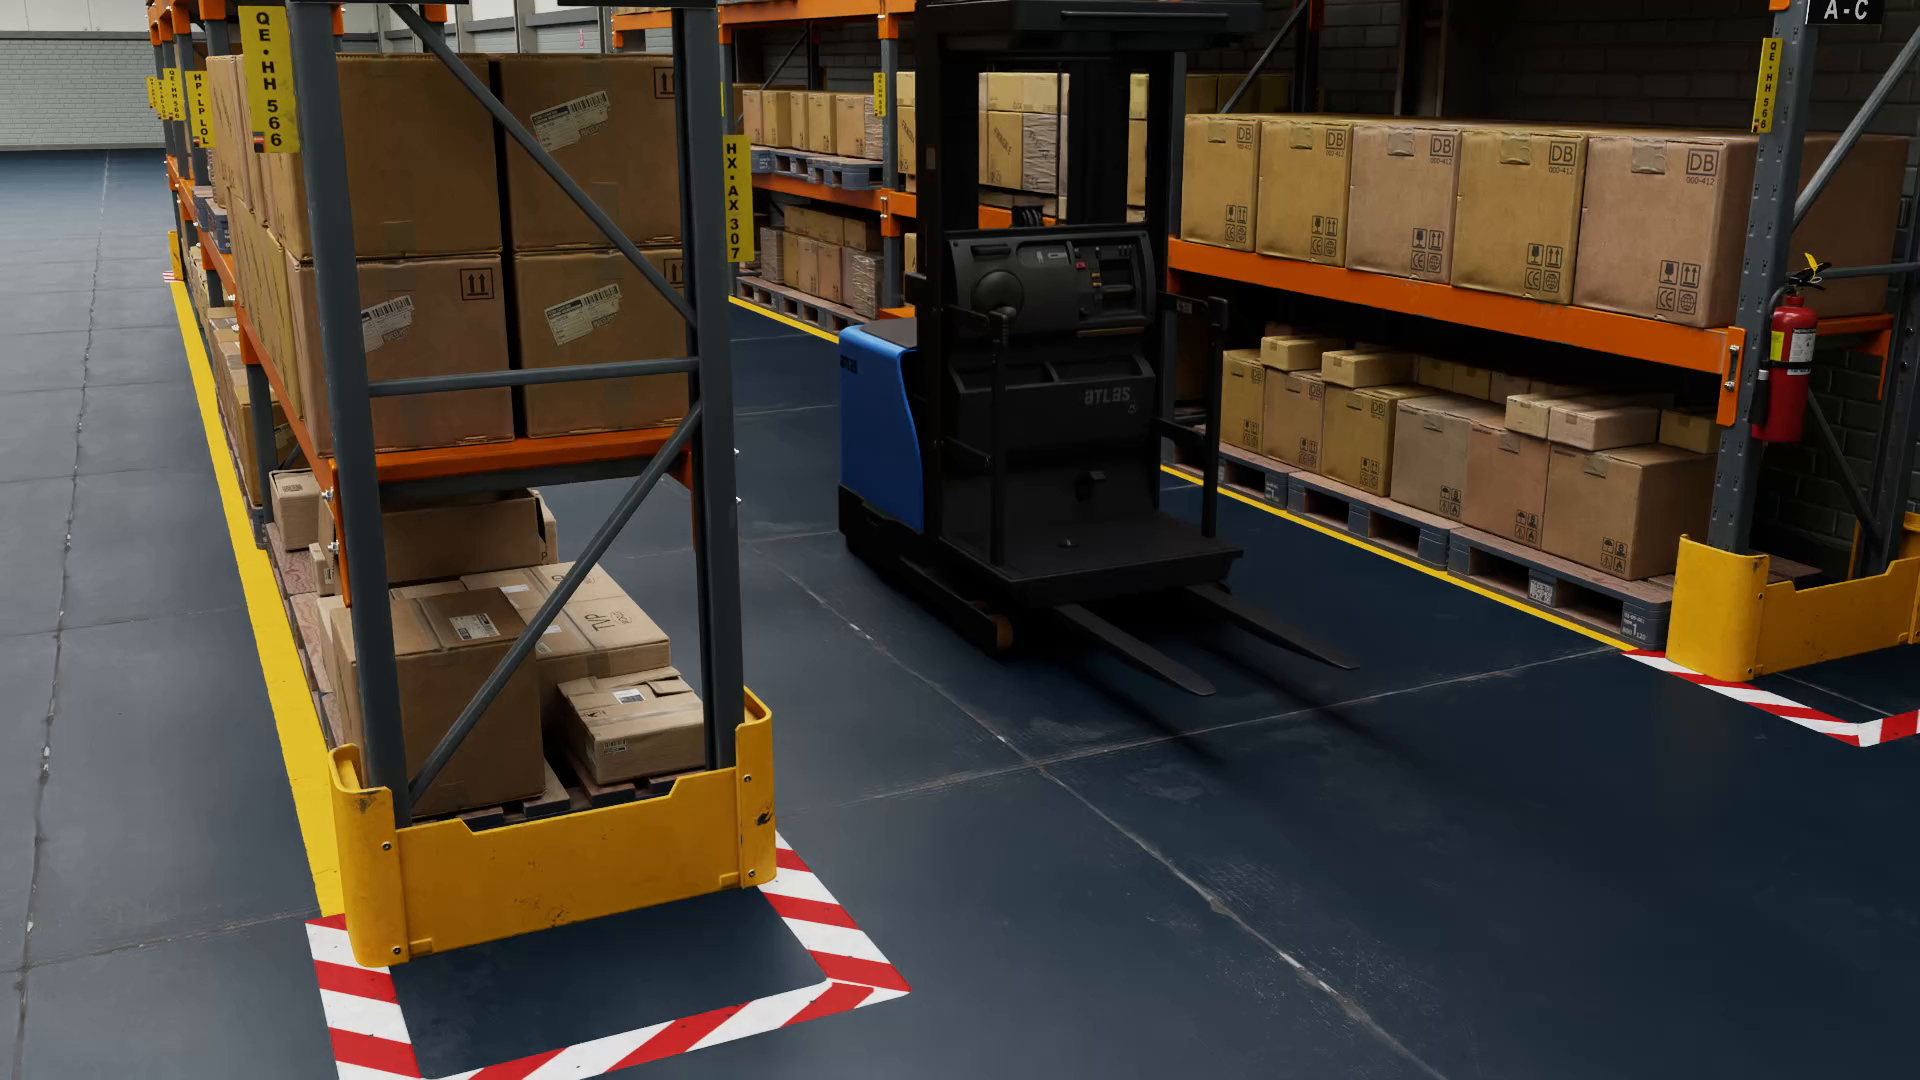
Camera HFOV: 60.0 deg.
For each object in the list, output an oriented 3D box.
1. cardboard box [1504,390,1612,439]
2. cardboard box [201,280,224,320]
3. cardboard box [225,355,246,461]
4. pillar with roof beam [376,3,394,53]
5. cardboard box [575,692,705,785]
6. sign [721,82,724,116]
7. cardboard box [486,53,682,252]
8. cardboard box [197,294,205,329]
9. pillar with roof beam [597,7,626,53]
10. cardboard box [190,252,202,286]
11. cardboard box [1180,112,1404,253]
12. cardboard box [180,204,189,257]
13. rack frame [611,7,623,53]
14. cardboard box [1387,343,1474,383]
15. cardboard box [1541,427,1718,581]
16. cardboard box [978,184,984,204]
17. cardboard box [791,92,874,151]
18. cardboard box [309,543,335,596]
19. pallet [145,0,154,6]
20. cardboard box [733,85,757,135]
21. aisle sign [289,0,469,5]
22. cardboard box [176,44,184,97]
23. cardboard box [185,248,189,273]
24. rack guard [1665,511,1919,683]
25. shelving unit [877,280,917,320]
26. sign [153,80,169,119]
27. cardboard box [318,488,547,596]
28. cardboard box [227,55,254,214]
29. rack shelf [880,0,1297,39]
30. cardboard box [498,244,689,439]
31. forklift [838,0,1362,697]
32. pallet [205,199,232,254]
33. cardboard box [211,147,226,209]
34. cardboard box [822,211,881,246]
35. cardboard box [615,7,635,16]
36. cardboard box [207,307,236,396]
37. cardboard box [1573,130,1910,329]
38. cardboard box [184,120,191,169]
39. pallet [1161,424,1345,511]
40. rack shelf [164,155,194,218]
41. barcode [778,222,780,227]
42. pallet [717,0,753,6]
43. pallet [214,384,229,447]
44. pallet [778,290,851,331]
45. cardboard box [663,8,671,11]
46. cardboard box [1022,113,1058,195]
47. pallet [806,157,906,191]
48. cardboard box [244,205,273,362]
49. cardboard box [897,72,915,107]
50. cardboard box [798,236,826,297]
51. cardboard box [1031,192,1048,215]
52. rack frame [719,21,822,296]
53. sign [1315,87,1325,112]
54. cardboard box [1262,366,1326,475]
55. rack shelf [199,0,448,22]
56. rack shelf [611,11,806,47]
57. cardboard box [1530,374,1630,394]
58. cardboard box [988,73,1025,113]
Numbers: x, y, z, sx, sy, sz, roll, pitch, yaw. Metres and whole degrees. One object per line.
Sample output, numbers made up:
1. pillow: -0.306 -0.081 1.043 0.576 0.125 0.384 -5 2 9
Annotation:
1. cardboard box: 2.643 -0.557 7.347 0.380 0.149 0.250 -7 17 -23
2. cardboard box: -5.269 -1.772 12.195 0.500 0.311 0.500 -8 18 -26
3. cardboard box: -3.734 -0.748 9.153 0.500 0.500 0.500 -7 18 -24
4. pillar with roof beam: -19.566 -14.710 43.198 9.100 9.000 0.400 -8 18 -25
5. cardboard box: -0.954 0.603 5.082 0.380 0.149 0.250 -8 18 -25
6. sign: -2.370 -4.334 16.346 0.100 0.325 0.005 -8 18 -25
7. cardboard box: -1.037 -1.081 4.586 0.500 0.500 0.500 -7 17 -23
8. cardboard box: -5.931 -1.881 13.592 0.500 0.250 0.500 -8 18 -27
9. pillar with roof beam: -9.052 -8.759 22.461 9.100 9.000 0.400 -8 18 -25
10. cardboard box: -6.165 -2.278 13.959 0.500 0.311 0.500 -8 18 -26
11. cardboard box: 1.842 -2.010 9.272 0.980 0.700 0.700 -7 18 -24
12. cardboard box: -7.399 -3.086 16.432 0.500 0.500 0.500 -8 18 -25
13. rack frame: -3.638 -4.977 20.157 1.000 3.000 0.127 -8 18 -25
14. cardboard box: 2.428 -0.918 8.605 0.380 0.149 0.250 -7 18 -24
15. cardboard box: 2.975 -0.172 7.182 0.700 0.500 0.500 -8 18 -25
16. cardboard box: 0.289 -2.523 12.022 0.380 0.149 0.250 -7 18 -24
17. cardboard box: -1.138 -3.816 15.131 0.700 0.500 0.500 -5 17 -17
18. cardboard box: -2.455 0.092 6.832 0.380 0.166 0.250 -8 18 -25
19. pallet: -7.803 -5.599 17.045 1.003 0.211 1.213 -8 18 -25
20. cardboard box: -2.370 -4.363 16.894 0.500 0.500 0.500 -8 18 -25
21. aisle sign: -1.325 -1.606 3.697 0.394 0.787 0.004 -8 18 -25
22. cardboard box: -6.759 -4.292 15.236 0.700 0.500 0.500 -8 18 -25
23. cardboard box: -7.613 -2.851 16.970 0.500 0.250 0.500 -8 18 -25
24. rack guard: 3.382 0.197 6.656 1.175 0.500 0.348 -8 18 -25
25. shelving unit: -0.212 -0.707 8.538 0.258 1.200 0.503 -7 18 -24
26. sign: -6.835 -3.773 14.246 0.100 0.325 0.005 -8 18 -25
27. cardboard box: -2.004 0.051 6.362 0.797 0.503 0.637 -8 18 -25
28. cardboard box: -2.200 -1.397 5.686 0.500 0.500 0.500 -7 17 -23
29. rack shelf: 0.743 -3.594 11.202 1.077 0.370 4.000 -8 18 -25
30. cardboard box: -1.037 -0.600 4.724 0.500 0.500 0.500 -7 18 -24
31. forklift: 0.484 -1.087 6.723 1.130 2.935 3.031 -7 18 -24
32. pallet: -3.728 -1.820 9.504 1.003 0.211 1.213 -8 18 -25
33. cardboard box: -3.661 -2.083 9.128 0.700 0.500 0.500 -13 21 -39
34. cardboard box: -0.918 -2.812 14.987 0.500 0.250 0.500 -8 18 -25
35. cardboard box: -3.716 -6.364 19.333 0.500 0.500 0.500 -7 17 -23
36. cardboard box: -4.642 -1.257 10.926 0.500 0.500 0.500 -7 17 -23
37. cardboard box: 3.139 -1.279 6.727 0.980 0.700 0.700 -7 17 -22
38. cardboard box: -6.990 -3.798 15.867 0.700 0.500 0.500 -7 18 -24
39. pallet: 1.882 -0.464 9.483 1.003 0.211 1.213 -8 18 -25
40. rack shelf: -7.213 -3.536 16.439 1.077 0.370 4.000 -8 18 -25
41. barcode: -1.906 -3.312 17.509 0.001 0.075 0.075 -8 18 -25
42. pallet: -1.711 -5.171 15.735 1.213 0.211 1.003 -8 18 -25
43. pallet: -4.291 -0.864 10.879 1.003 0.211 1.213 -8 18 -25
44. pallet: -1.004 -2.149 15.358 1.003 0.211 1.213 -8 18 -25
45. cardboard box: -2.816 -5.840 17.508 0.500 0.500 0.500 -8 18 -27
46. cardboard box: 0.746 -2.537 10.898 0.500 0.500 0.500 -8 18 -25
47. pallet: -0.541 -3.065 13.842 1.213 0.211 1.003 -8 18 -25
48. cardboard box: -2.185 -0.914 5.817 0.500 0.500 0.500 -8 18 -26
49. cardboard box: -0.153 -3.404 12.558 0.500 0.250 0.500 -7 18 -24
50. cardboard box: -1.089 -2.562 15.473 0.700 0.500 0.500 -7 18 -24
51. cardboard box: 0.700 -2.261 11.110 0.380 0.149 0.250 -8 18 -26
52. rack frame: -1.885 -3.986 16.701 1.000 3.000 0.127 -8 18 -25
53. sign: 2.118 -2.523 9.893 0.100 0.325 0.005 -8 18 -25
54. cardboard box: 2.072 -0.679 8.951 0.700 0.500 0.500 -8 18 -25
55. rack shelf: -1.956 -2.002 5.657 1.077 0.370 4.000 -8 18 -25
56. rack shelf: -2.761 -5.577 18.115 1.077 0.370 4.000 -8 18 -25
57. cardboard box: 2.878 -0.664 7.722 0.380 0.149 0.250 -7 18 -24
58. cardboard box: 0.522 -3.029 11.250 0.500 0.250 0.500 -8 18 -26
